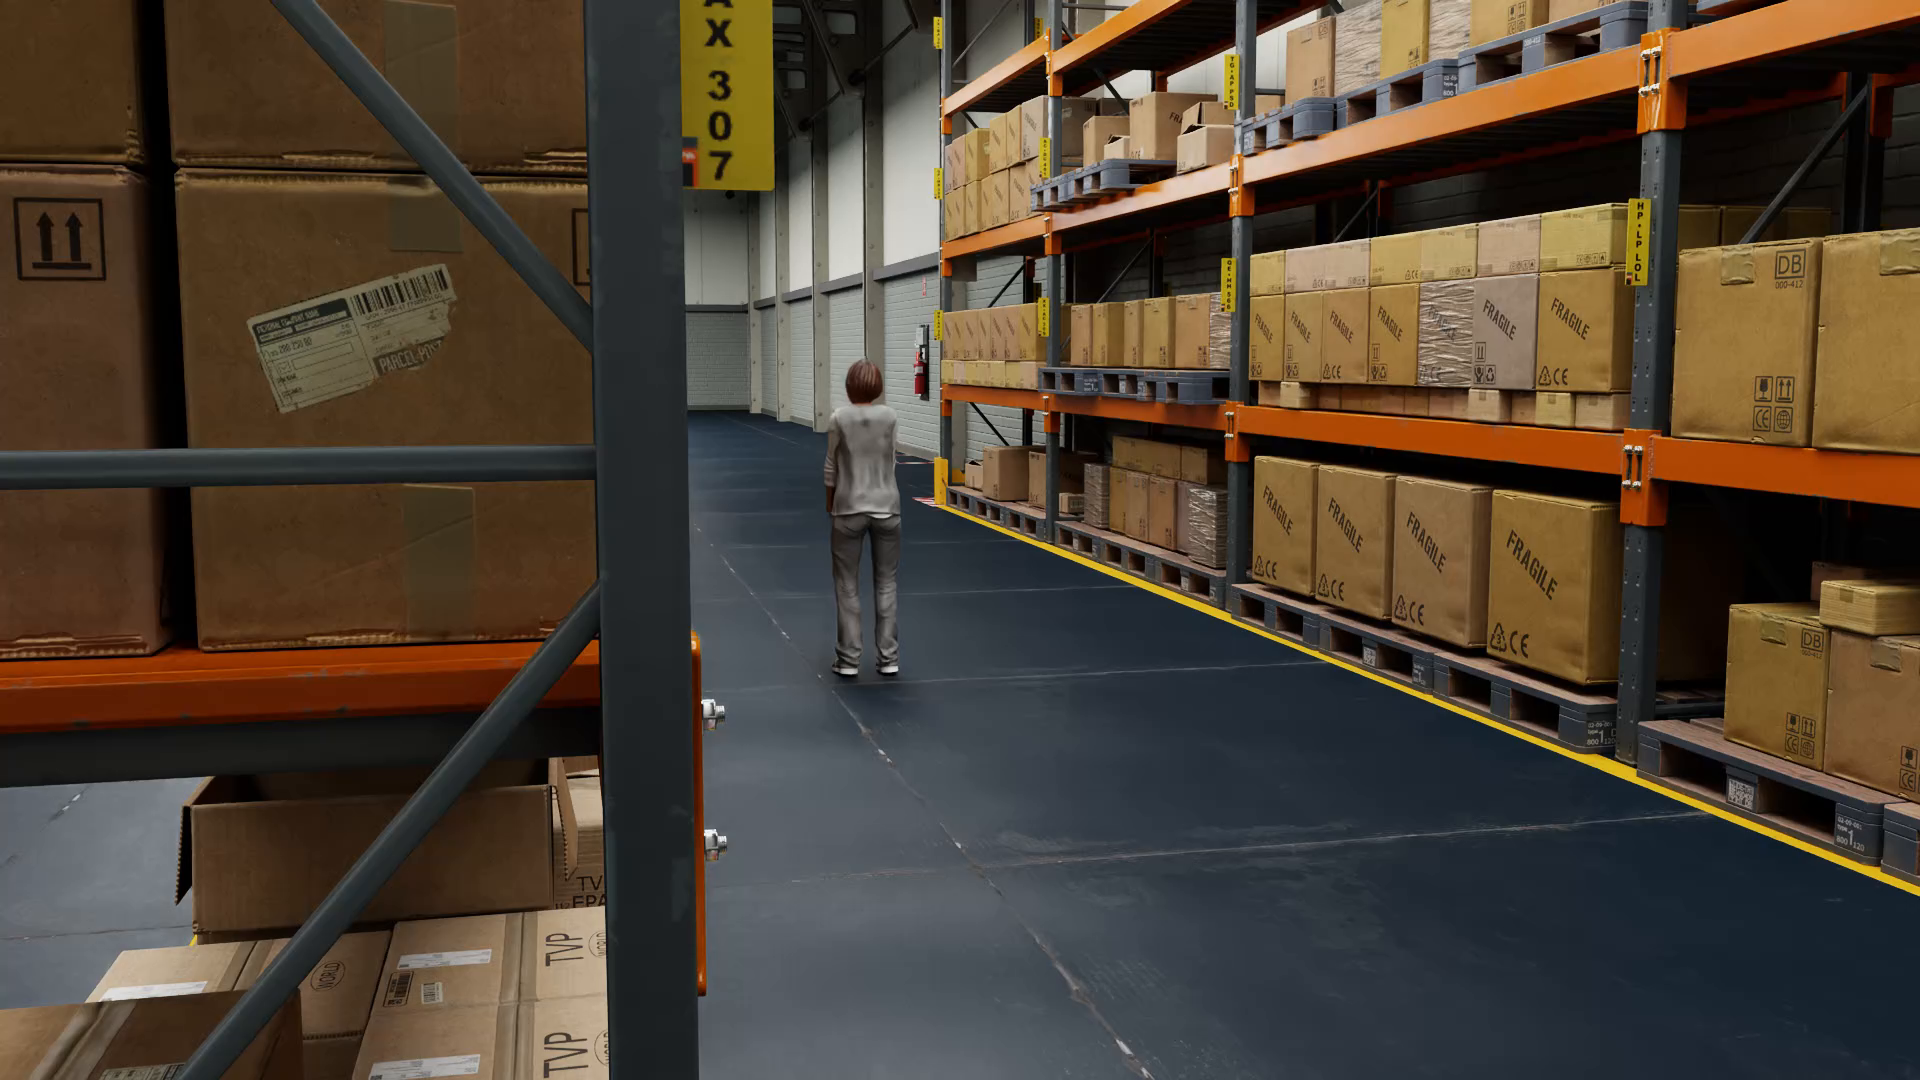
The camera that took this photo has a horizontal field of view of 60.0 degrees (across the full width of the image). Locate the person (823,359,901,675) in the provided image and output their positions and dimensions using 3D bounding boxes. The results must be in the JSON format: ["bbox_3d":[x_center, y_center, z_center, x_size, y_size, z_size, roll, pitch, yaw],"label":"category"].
[{"bbox_3d":[-0.501,-0.112,8.466,0.375,1.585,0.502,-2,7,-14],"label":"person"}]
